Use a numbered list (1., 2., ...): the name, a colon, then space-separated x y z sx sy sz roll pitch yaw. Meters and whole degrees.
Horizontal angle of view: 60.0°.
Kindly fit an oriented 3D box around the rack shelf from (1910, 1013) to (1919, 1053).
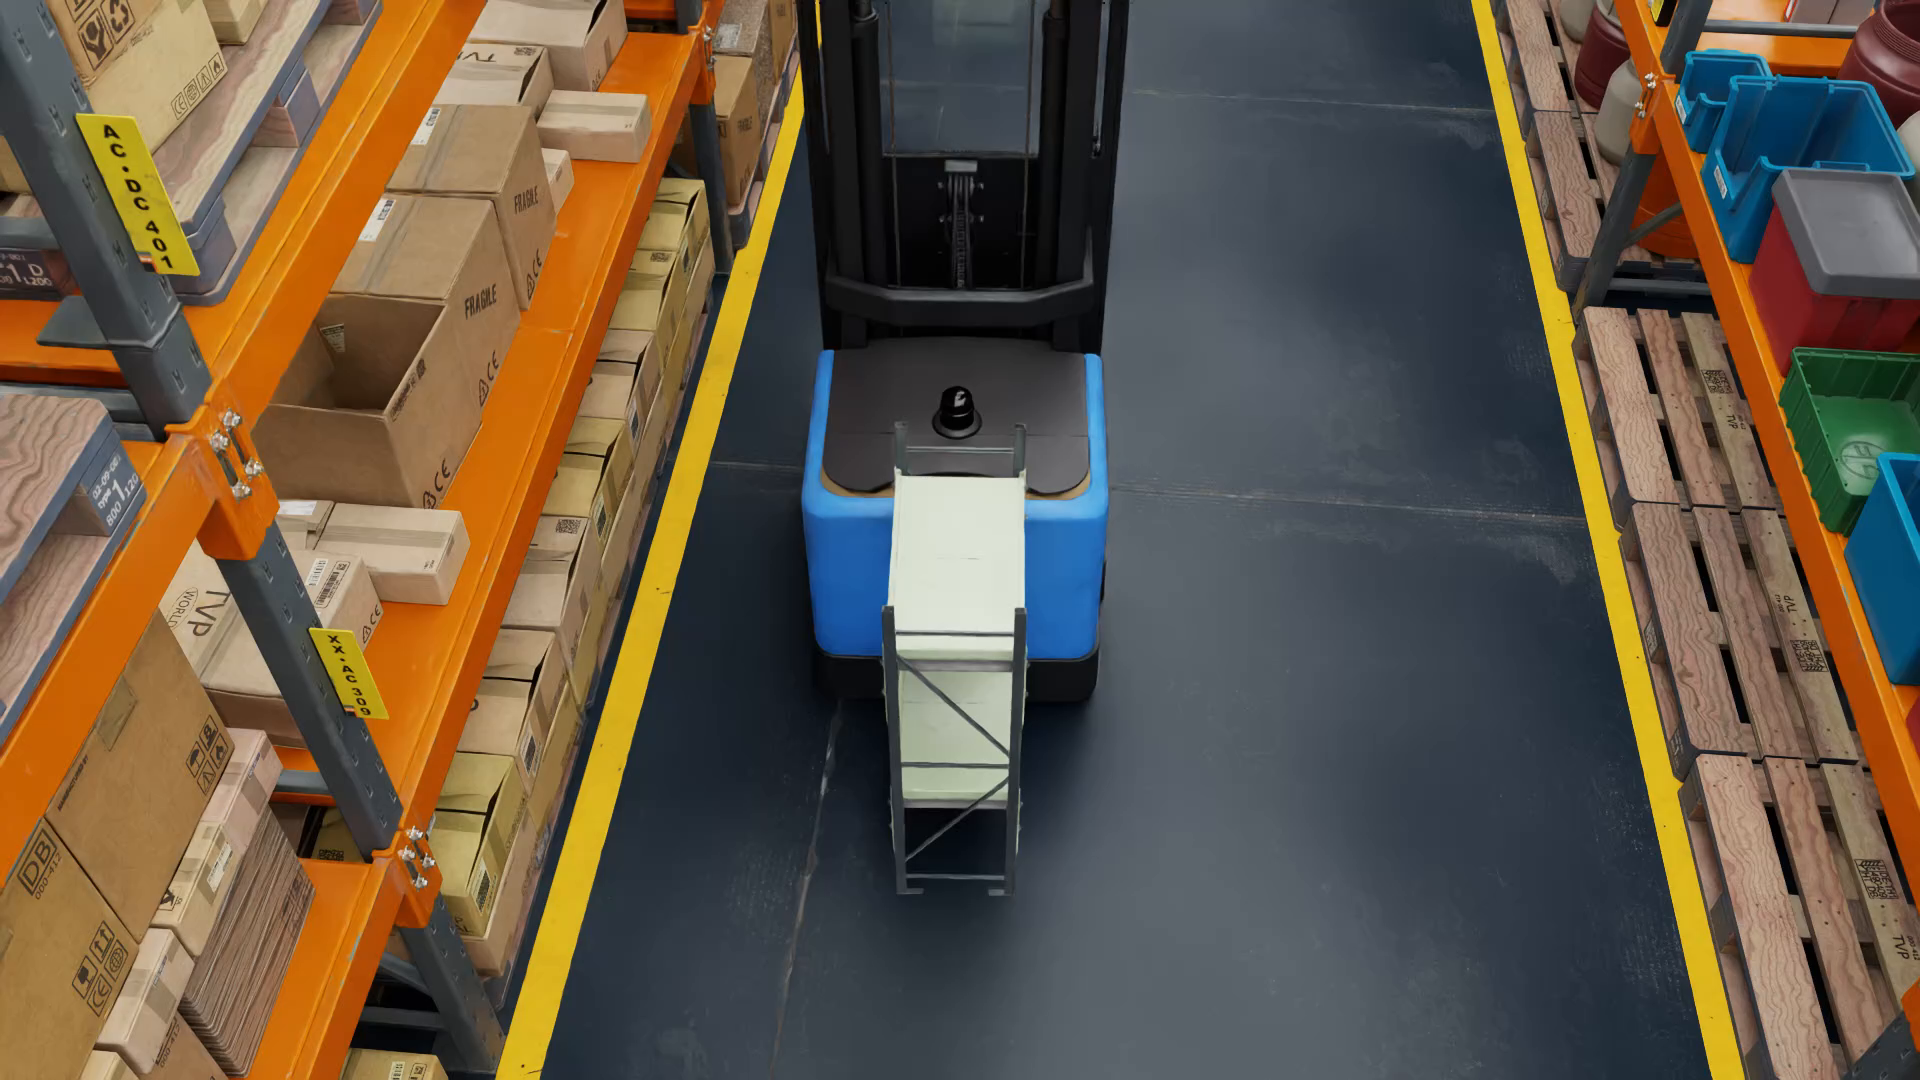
1. rack shelf: 2.797 2.641 2.815 1.077 0.370 4.000 4 48 4

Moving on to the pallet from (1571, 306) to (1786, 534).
1. pallet: 3.234 -0.503 7.093 1.003 0.211 1.213 4 48 4

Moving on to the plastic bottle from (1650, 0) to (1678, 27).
1. plastic bottle: 2.956 -2.297 6.923 0.061 0.283 0.133 4 48 4

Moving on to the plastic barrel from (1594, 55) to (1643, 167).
1. plastic barrel: 3.334 -2.094 8.060 0.421 0.512 0.421 0 48 0

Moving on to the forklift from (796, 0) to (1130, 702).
1. forklift: 0.014 -1.467 6.131 1.130 2.935 3.031 1 48 1

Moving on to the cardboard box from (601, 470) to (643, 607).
1. cardboard box: -1.530 -0.031 6.350 0.500 0.250 0.500 5 48 4

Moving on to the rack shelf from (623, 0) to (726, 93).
1. rack shelf: -1.407 -3.574 8.499 1.077 0.370 4.000 4 48 4

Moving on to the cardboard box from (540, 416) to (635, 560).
1. cardboard box: -1.529 -0.227 6.150 0.500 0.311 0.500 5 48 5

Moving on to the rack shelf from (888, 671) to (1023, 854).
1. rack shelf: -0.007 0.647 5.609 0.431 0.370 0.720 1 48 1

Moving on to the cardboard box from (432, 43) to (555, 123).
1. cardboard box: -1.863 -1.672 6.333 0.500 0.311 0.500 3 48 3

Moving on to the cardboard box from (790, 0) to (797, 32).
1. cardboard box: -1.128 -3.104 8.978 0.500 0.500 0.500 2 48 2

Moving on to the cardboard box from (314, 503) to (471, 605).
1. cardboard box: -1.669 0.040 4.877 0.380 0.149 0.250 4 48 4

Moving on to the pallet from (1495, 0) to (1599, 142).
1. pallet: 3.488 -2.546 8.961 1.003 0.211 1.213 4 48 4

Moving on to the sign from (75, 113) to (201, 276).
1. sign: -1.401 -0.585 2.841 0.100 0.325 0.005 4 48 4

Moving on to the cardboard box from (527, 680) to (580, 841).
1. cardboard box: -1.622 0.724 5.660 0.500 0.250 0.500 5 48 5

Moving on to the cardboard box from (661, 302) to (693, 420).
1. cardboard box: -1.437 -0.778 7.034 0.500 0.250 0.500 3 48 3

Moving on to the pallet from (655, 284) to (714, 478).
1. pallet: -1.703 -0.803 7.368 1.003 0.211 1.213 4 48 4

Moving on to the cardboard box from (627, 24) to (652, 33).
1. cardboard box: -1.736 -2.649 8.054 0.500 0.250 0.500 6 48 5

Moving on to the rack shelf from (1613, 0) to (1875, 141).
1. rack shelf: 3.526 -3.238 8.192 1.077 0.370 4.000 4 48 4

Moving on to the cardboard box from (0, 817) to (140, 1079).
1. cardboard box: -2.032 0.819 3.047 0.700 0.500 0.500 4 48 3

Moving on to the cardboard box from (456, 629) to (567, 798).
1. cardboard box: -1.617 0.535 5.452 0.500 0.311 0.500 3 48 3

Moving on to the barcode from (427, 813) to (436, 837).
1. barcode: -1.515 0.804 4.753 0.001 0.075 0.075 4 48 4

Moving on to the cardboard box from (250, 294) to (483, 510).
1. cardboard box: -1.819 -0.391 5.033 0.500 0.500 0.500 7 48 6

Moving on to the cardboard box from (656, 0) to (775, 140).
1. cardboard box: -1.221 -2.352 8.290 0.500 0.500 0.500 2 48 2

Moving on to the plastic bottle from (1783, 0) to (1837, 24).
1. plastic bottle: 3.553 -2.275 6.908 0.152 0.276 0.135 4 48 4

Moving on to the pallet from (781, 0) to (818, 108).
1. pallet: -1.369 -2.846 9.236 1.003 0.211 1.213 4 48 4

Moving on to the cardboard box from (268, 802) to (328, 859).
1. cardboard box: -2.202 0.873 5.144 0.500 0.311 0.500 4 48 4

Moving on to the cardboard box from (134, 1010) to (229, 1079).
1. cardboard box: -2.029 1.273 3.511 0.700 0.500 0.500 3 48 3

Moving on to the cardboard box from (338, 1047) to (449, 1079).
1. cardboard box: -1.778 1.734 4.736 0.500 0.250 0.500 4 48 4

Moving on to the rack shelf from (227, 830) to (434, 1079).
1. rack shelf: -2.136 2.305 3.122 1.077 0.370 4.000 4 48 4

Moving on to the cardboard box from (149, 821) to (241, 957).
1. cardboard box: -1.789 0.736 3.563 0.380 0.149 0.250 3 48 3

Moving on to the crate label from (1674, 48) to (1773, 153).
1. crate label: 2.932 -1.670 6.384 0.303 0.233 0.416 4 48 4

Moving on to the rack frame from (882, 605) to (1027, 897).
1. rack frame: -0.015 0.697 5.122 0.400 1.500 0.023 1 48 1

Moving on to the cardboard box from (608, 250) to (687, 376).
1. cardboard box: -1.432 -0.966 6.825 0.500 0.311 0.500 3 48 3

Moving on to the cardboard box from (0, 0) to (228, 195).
1. cardboard box: -1.888 -0.963 3.408 0.500 0.250 0.500 8 48 8

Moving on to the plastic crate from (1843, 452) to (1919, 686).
1. plastic crate: 2.770 0.102 4.660 0.392 0.384 0.575 4 48 4

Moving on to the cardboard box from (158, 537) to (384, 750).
1. cardboard box: -1.952 0.279 4.590 0.500 0.250 0.500 7 48 6

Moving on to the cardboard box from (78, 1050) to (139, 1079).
1. cardboard box: -1.834 1.121 3.210 0.380 0.149 0.250 4 48 3

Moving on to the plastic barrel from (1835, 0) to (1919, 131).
1. plastic barrel: 3.603 -1.695 6.202 0.600 0.536 0.708 4 48 4

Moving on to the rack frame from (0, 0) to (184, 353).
1. rack frame: -1.953 -1.432 1.987 1.000 3.000 0.127 4 48 4

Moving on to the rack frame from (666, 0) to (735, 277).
1. rack frame: -1.589 -2.347 6.889 1.000 3.000 0.127 4 48 4

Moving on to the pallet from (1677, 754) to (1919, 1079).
1. pallet: 3.012 1.290 5.453 1.003 0.211 1.213 4 48 4

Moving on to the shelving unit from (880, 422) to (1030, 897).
1. shelving unit: -0.007 0.427 5.369 0.431 1.500 0.755 1 48 1

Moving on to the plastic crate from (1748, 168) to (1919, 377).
1. plastic crate: 2.892 -0.866 5.491 0.402 0.464 0.583 4 48 4

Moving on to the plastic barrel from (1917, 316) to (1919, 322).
1. plastic barrel: 3.424 -0.969 5.553 0.421 0.512 0.421 0 48 0

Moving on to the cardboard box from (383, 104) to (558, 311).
1. cardboard box: -1.725 -1.146 5.724 0.500 0.500 0.500 2 48 1

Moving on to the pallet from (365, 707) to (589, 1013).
1. pallet: -1.925 0.990 5.728 1.003 0.211 1.213 4 48 4

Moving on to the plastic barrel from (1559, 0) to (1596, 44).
1. plastic barrel: 3.437 -2.924 8.819 0.421 0.512 0.421 0 48 0
